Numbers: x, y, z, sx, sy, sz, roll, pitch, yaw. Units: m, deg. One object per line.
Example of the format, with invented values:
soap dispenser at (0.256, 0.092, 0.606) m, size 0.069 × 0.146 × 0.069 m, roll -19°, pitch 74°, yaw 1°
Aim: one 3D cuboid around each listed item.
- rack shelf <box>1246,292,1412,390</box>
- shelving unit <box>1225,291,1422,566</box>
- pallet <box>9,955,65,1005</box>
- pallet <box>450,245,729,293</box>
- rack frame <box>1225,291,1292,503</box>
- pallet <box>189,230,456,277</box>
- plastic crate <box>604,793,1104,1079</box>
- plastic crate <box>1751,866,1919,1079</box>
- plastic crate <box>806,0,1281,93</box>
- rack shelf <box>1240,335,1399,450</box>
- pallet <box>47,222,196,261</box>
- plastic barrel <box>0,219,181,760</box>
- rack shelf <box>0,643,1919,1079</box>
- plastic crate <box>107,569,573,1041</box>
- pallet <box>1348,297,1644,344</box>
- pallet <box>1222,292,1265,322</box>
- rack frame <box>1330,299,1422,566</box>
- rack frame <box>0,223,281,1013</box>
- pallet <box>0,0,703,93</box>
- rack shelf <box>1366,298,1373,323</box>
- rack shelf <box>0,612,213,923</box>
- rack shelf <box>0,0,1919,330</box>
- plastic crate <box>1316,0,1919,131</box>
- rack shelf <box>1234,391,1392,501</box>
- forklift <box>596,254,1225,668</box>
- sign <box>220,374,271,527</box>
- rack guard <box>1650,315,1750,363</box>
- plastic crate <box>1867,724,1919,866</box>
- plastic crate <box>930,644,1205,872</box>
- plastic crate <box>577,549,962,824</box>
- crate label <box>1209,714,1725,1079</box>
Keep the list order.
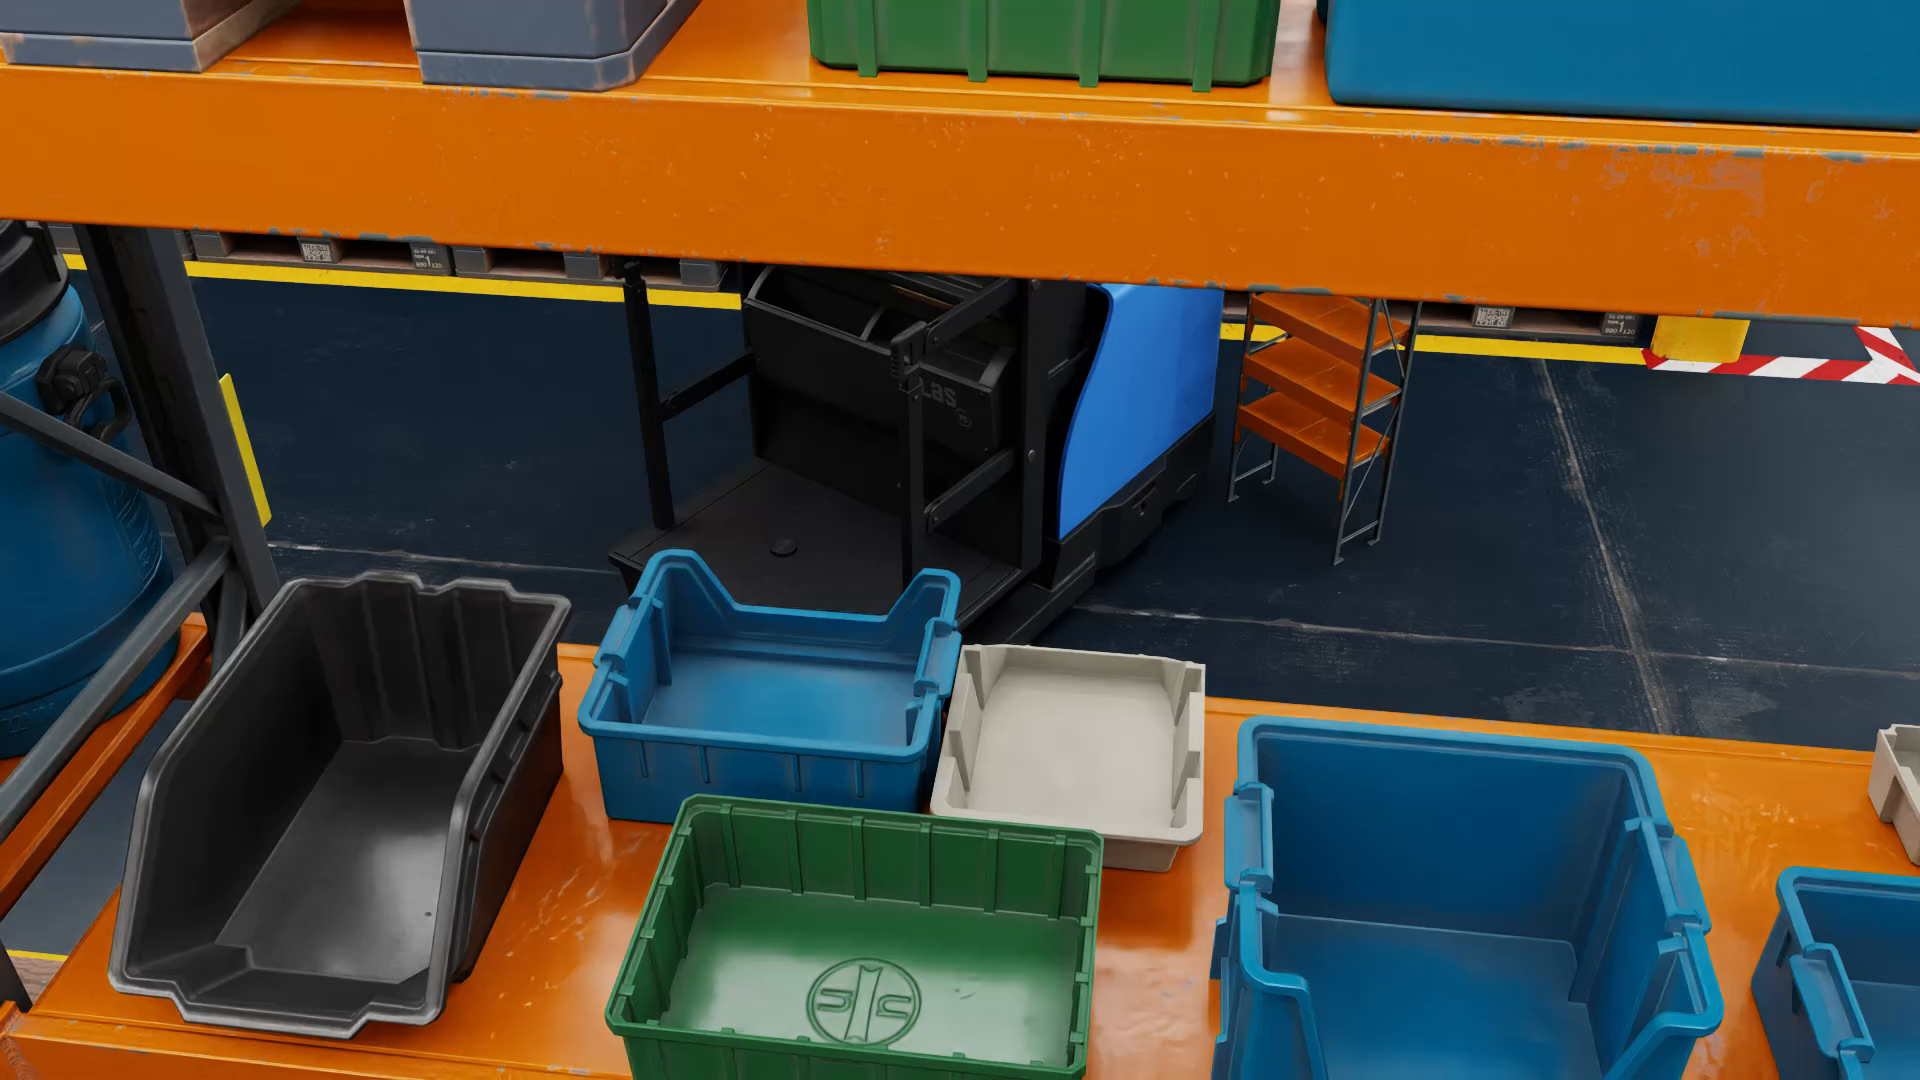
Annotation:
rack shelf at (1.199, -0.685, 5.407) m, size 0.258 × 0.148 × 0.480 m, roll -25°, pitch 42°, yaw -31°
shelving unit at (1.199, -0.557, 5.498) m, size 0.258 × 1.200 × 0.503 m, roll -25°, pitch 42°, yaw -31°
pallet at (-2.228, 1.379, 3.636) m, size 1.213 × 0.211 × 1.003 m, roll 4°, pitch 36°, yaw 6°
pallet at (-1.586, -1.496, 7.664) m, size 1.213 × 0.211 × 1.003 m, roll 4°, pitch 36°, yaw 6°
rack frame at (1.046, -0.668, 5.653) m, size 0.240 × 1.200 × 0.015 m, roll -25°, pitch 42°, yaw -31°
pallet at (-2.799, -1.584, 7.788) m, size 1.213 × 0.211 × 1.003 m, roll 4°, pitch 36°, yaw 6°
plastic crate at (-0.134, 0.629, 2.468) m, size 0.662 × 0.188 × 0.450 m, roll 4°, pitch 36°, yaw 6°
plastic crate at (1.345, 0.721, 2.286) m, size 0.408 × 0.251 × 0.499 m, roll 4°, pitch 36°, yaw 6°
plastic crate at (0.086, -0.581, 1.582) m, size 0.450 × 0.188 × 0.336 m, roll 4°, pitch 36°, yaw 6°
rack shelf at (1.199, -0.502, 5.537) m, size 0.258 × 0.148 × 0.480 m, roll -25°, pitch 42°, yaw -31°
pallet at (-4.006, -1.676, 7.917) m, size 1.213 × 0.211 × 1.003 m, roll 4°, pitch 36°, yaw 6°
plastic barrel at (-1.789, -0.127, 2.914) m, size 0.708 × 0.901 × 0.600 m, roll 4°, pitch 36°, yaw 6°
rack shelf at (0.539, 0.721, 2.777) m, size 4.000 × 0.370 × 1.077 m, roll 4°, pitch 36°, yaw 6°
plastic crate at (-0.941, 0.417, 2.637) m, size 0.504 × 0.338 × 0.767 m, roll 4°, pitch 36°, yaw 6°
pallet at (2.277, -1.229, 7.290) m, size 1.213 × 0.211 × 1.003 m, roll 4°, pitch 36°, yaw 6°
pallet at (1.071, -1.321, 7.419) m, size 1.213 × 0.211 × 1.003 m, roll 4°, pitch 36°, yaw 6°
rack frame at (1.352, -0.447, 5.343) m, size 0.240 × 1.200 × 0.015 m, roll -25°, pitch 42°, yaw -31°
rack frame at (-1.444, 0.280, 2.775) m, size 0.127 × 3.000 × 1.000 m, roll 4°, pitch 36°, yaw 6°
pallet at (-0.716, -0.867, 1.963) m, size 1.003 × 0.211 × 1.213 m, roll 4°, pitch 36°, yaw 6°
rack shelf at (1.199, -0.877, 5.270) m, size 0.258 × 0.148 × 0.480 m, roll -25°, pitch 42°, yaw -31°
rack shelf at (-3.428, 0.425, 3.192) m, size 4.000 × 0.370 × 1.077 m, roll 4°, pitch 36°, yaw 6°
rack shelf at (0.539, -0.500, 1.906) m, size 4.000 × 0.370 × 1.077 m, roll 4°, pitch 36°, yaw 6°
plastic crate at (0.593, -0.606, 1.449) m, size 0.575 × 0.384 × 0.392 m, roll 4°, pitch 36°, yaw 6°
rack shelf at (1.199, -0.341, 5.652) m, size 0.258 × 0.148 × 0.480 m, roll -25°, pitch 42°, yaw -31°
forklift at (-0.370, -0.901, 4.490) m, size 1.130 × 2.935 × 3.031 m, roll 23°, pitch 42°, yaw 29°
sign at (-1.363, -0.149, 3.138) m, size 0.005 × 0.325 × 0.100 m, roll 4°, pitch 36°, yaw 6°
rack guard at (3.079, -1.266, 7.093) m, size 0.348 × 0.500 × 1.175 m, roll 4°, pitch 36°, yaw 6°
plastic crate at (1.677, 0.432, 2.790) m, size 0.250 × 0.136 × 0.298 m, roll 4°, pitch 36°, yaw 6°
plastic crate at (0.199, 0.362, 2.888) m, size 0.437 × 0.136 × 0.530 m, roll 4°, pitch 36°, yaw 6°
plastic crate at (-0.312, 0.266, 2.923) m, size 0.616 × 0.251 × 0.499 m, roll 4°, pitch 36°, yaw 6°
crate label at (0.663, 0.581, 2.323) m, size 0.616 × 0.435 × 0.502 m, roll 4°, pitch 36°, yaw 6°
